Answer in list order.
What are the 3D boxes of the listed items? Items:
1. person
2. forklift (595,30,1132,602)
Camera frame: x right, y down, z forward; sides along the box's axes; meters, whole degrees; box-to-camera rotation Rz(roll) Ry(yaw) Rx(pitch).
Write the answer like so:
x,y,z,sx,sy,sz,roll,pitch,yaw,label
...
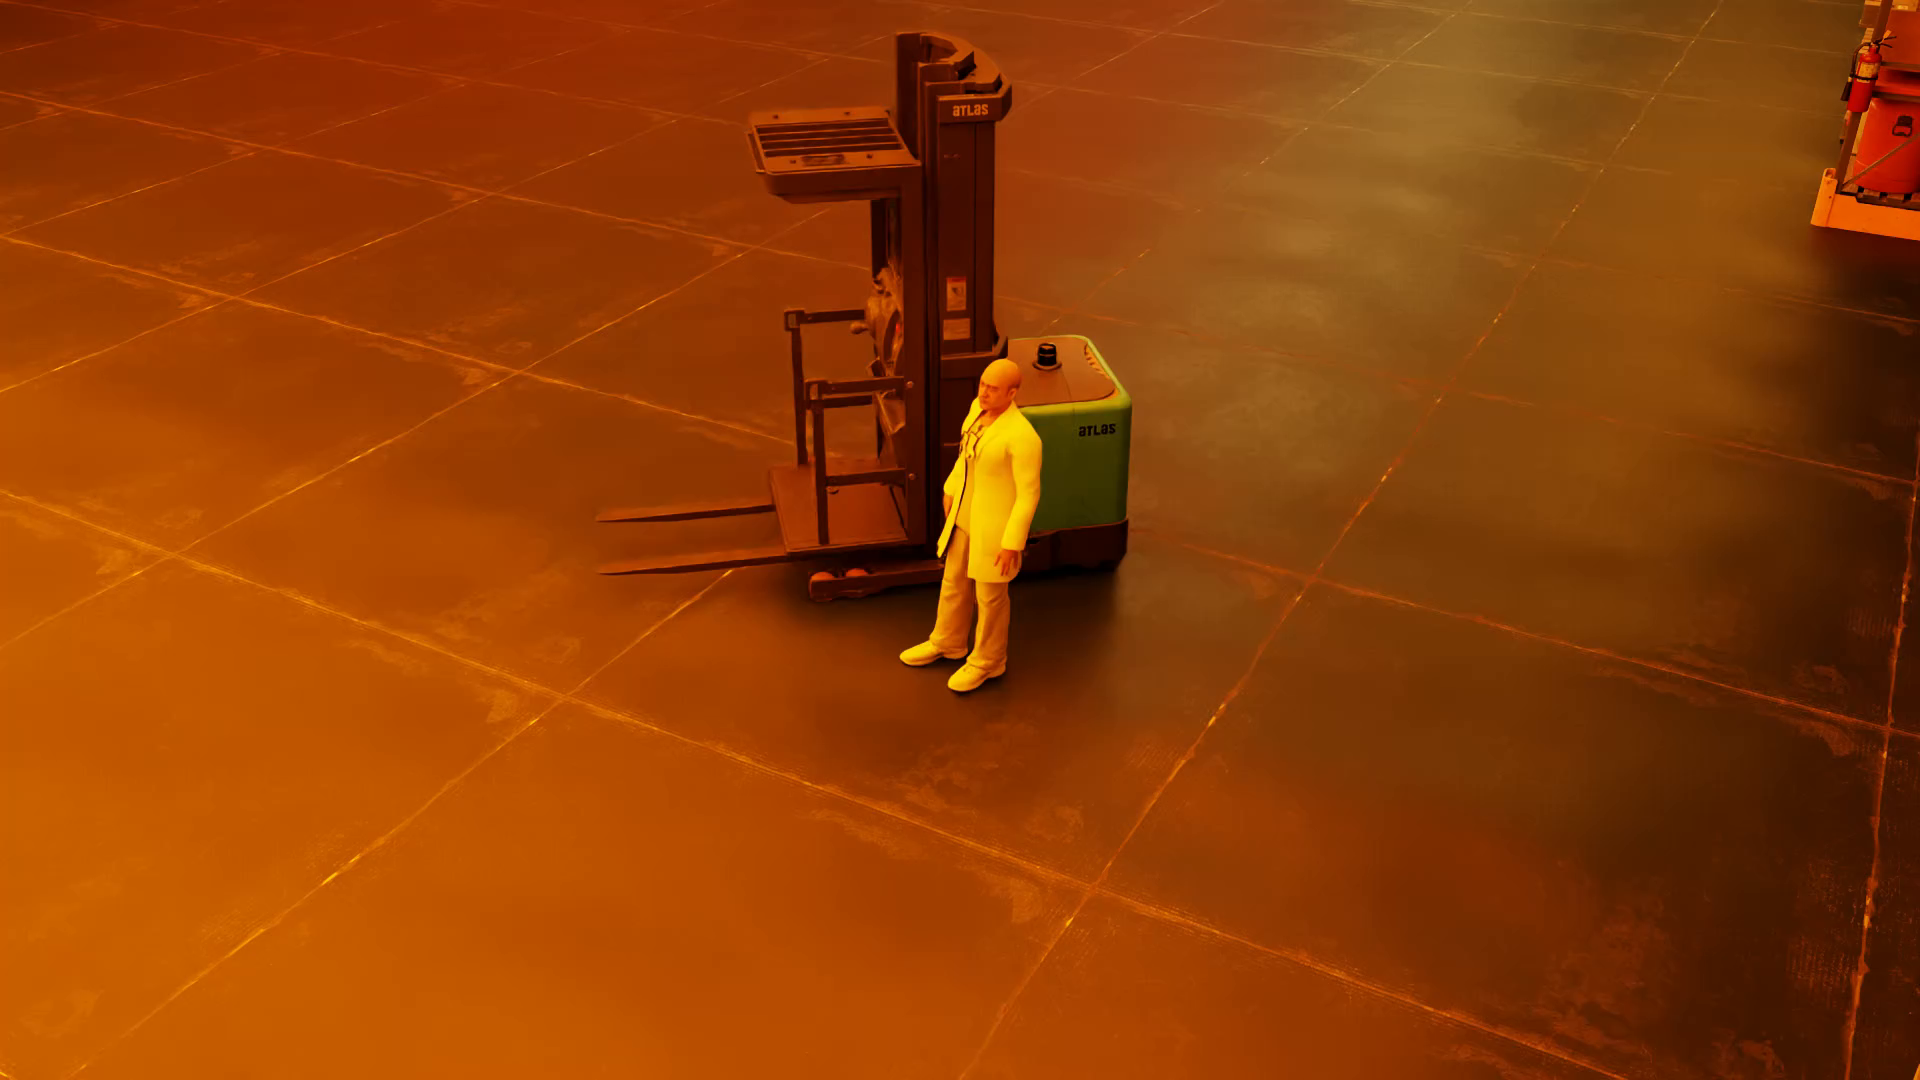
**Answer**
x,y,z,sx,sy,sz,roll,pitch,yaw,label
0.060,-0.060,8.322,0.551,1.782,0.707,-16,34,-26,person
-0.598,-1.206,9.161,3.031,2.935,1.130,-6,30,-10,forklift
